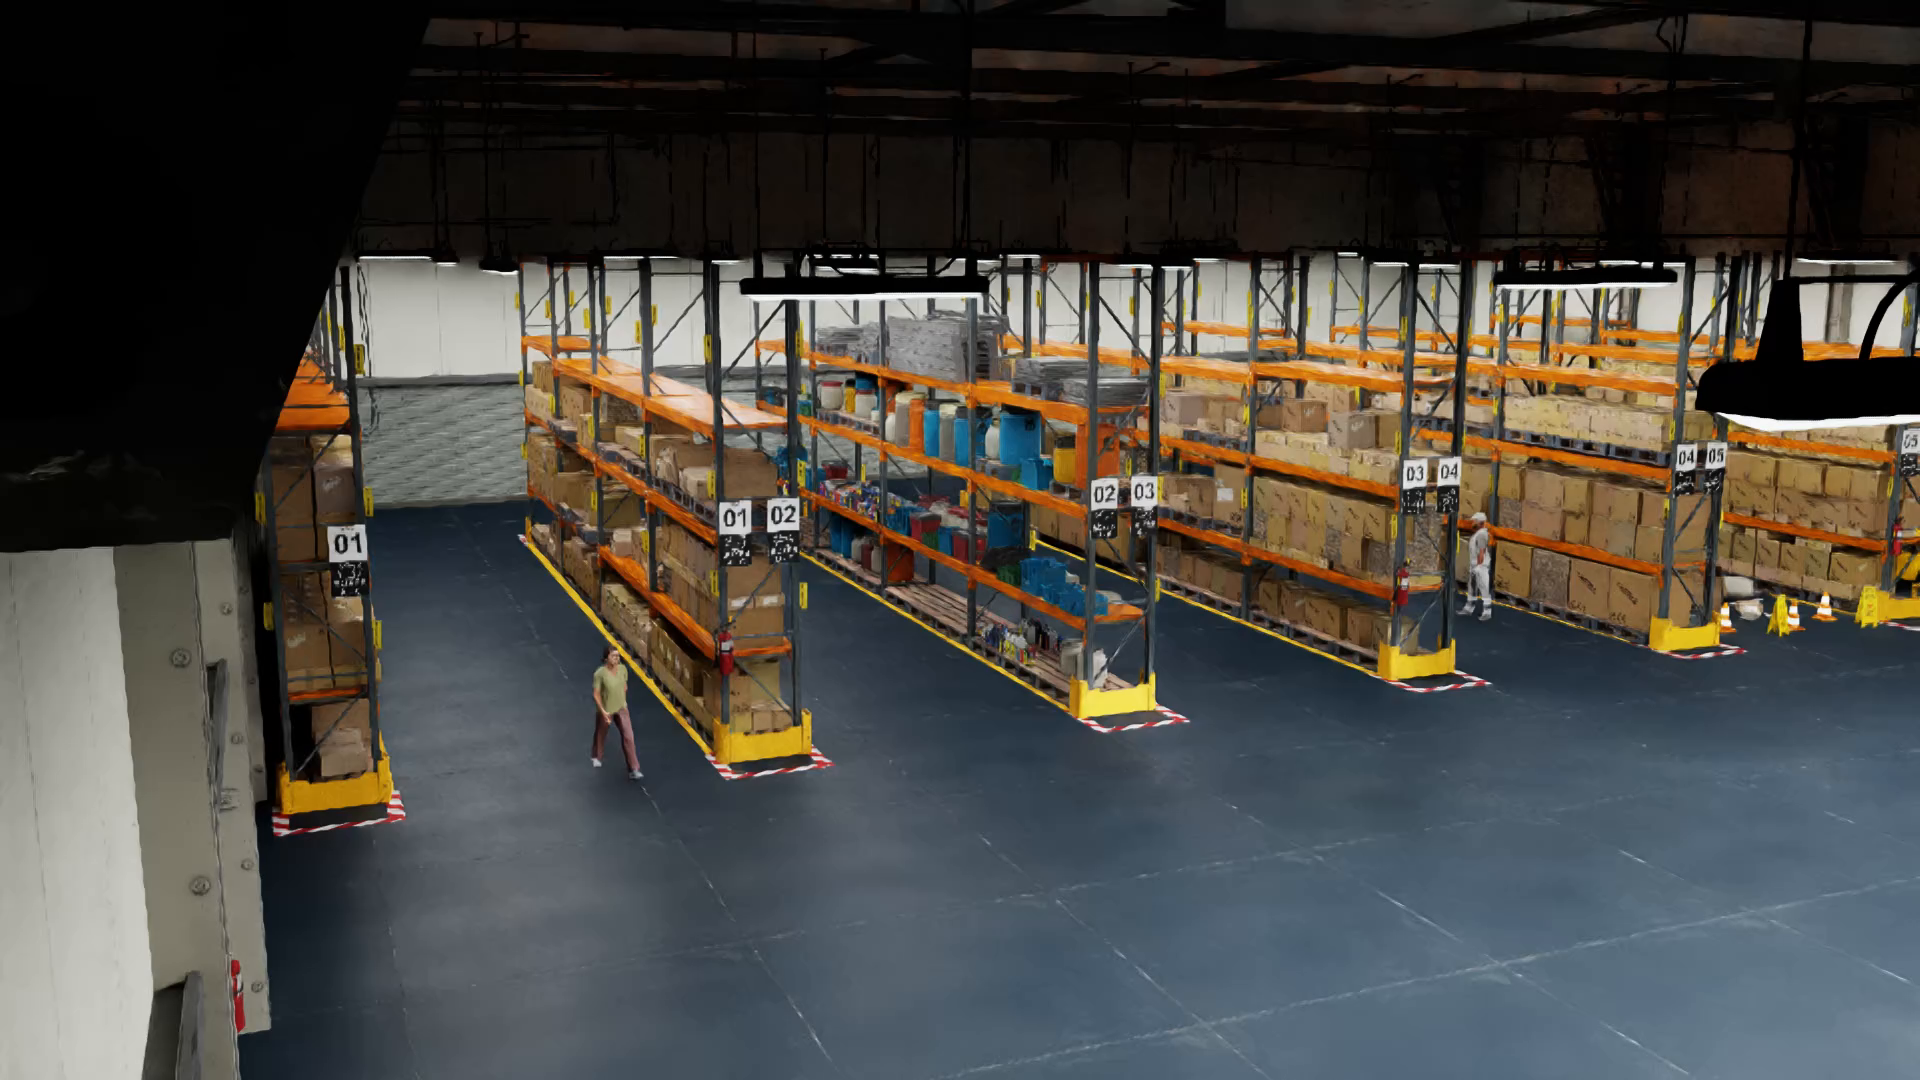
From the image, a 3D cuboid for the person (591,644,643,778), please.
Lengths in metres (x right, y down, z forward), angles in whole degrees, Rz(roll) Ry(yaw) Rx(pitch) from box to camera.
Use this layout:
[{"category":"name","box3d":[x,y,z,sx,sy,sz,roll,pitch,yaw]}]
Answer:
[{"category":"person","box3d":[-4.111,1.991,19.644,0.469,1.588,1.081,-6,12,-31]}]

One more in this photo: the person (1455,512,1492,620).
[{"category":"person","box3d":[8.602,0.410,27.755,0.571,1.786,0.648,1,10,5]}]

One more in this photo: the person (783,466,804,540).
[{"category":"person","box3d":[-3.499,-0.715,33.994,0.587,1.757,0.687,-1,10,-4]}]
